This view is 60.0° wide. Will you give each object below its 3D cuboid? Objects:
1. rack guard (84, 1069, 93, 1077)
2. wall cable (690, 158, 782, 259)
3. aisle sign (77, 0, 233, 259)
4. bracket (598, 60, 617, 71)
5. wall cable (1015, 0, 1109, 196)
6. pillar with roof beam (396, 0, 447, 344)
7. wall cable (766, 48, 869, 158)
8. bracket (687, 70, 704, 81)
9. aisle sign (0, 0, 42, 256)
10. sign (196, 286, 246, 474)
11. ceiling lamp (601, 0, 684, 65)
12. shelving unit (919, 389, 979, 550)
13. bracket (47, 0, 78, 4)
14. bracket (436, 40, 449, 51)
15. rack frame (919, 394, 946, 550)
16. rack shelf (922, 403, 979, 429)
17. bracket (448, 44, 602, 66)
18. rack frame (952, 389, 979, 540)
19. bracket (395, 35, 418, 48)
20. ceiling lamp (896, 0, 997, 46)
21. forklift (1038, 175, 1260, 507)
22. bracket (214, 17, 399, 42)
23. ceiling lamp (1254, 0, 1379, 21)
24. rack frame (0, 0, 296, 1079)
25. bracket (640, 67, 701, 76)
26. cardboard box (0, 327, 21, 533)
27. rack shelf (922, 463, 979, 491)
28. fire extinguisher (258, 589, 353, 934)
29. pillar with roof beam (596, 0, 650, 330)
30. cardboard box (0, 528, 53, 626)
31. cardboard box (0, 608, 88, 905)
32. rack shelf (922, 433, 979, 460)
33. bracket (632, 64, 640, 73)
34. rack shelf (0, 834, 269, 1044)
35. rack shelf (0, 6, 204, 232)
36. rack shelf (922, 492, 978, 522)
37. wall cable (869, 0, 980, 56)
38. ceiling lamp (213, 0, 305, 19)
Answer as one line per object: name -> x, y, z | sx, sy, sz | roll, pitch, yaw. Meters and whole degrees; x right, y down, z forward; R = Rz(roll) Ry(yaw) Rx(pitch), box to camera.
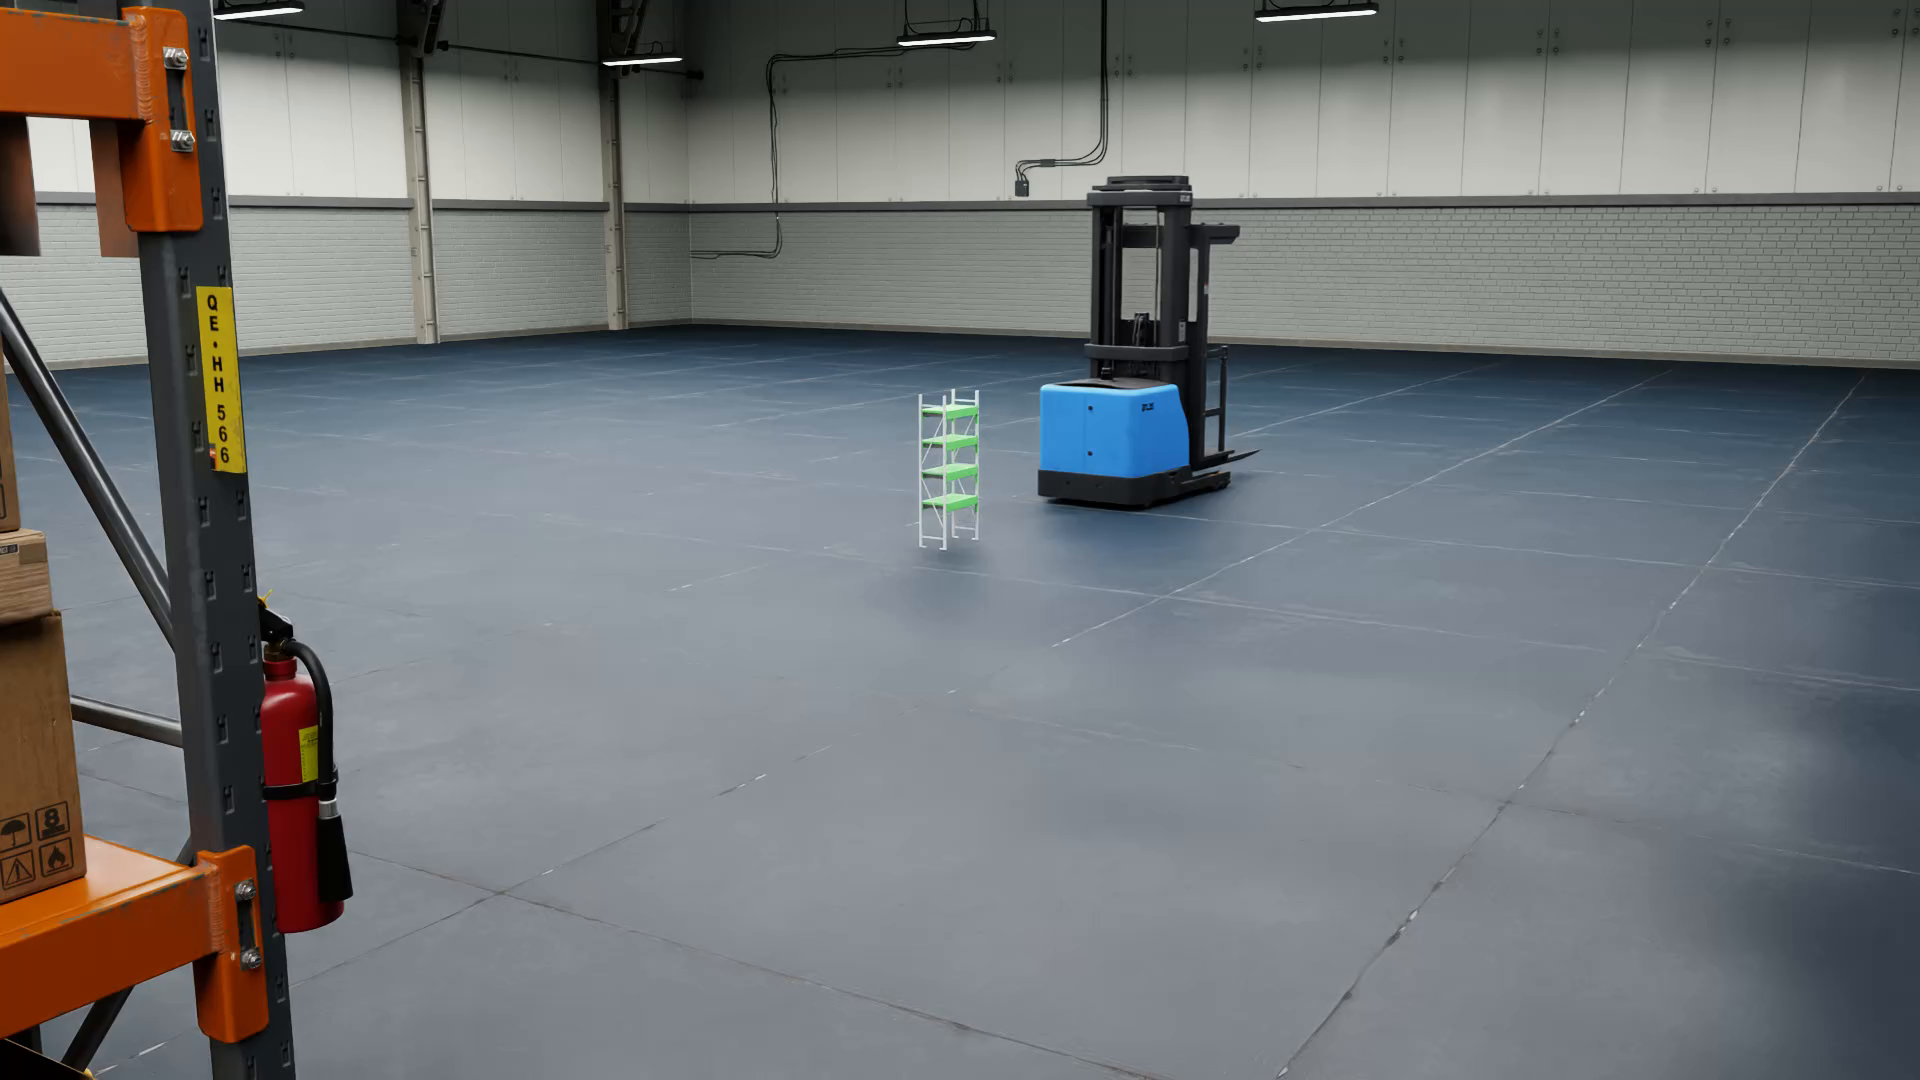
rack guard -> -1.749, 1.575, 3.600 | 1.175, 0.500, 0.348 | 6, 12, 31
wall cable -> -5.837, -8.472, 42.606 | 3.097, 2.526, 0.112 | 6, 12, 31
aisle sign -> -1.476, -0.910, 3.016 | 0.394, 0.787, 0.004 | 6, 12, 31
bracket -> -8.409, -11.331, 39.659 | 0.235, 0.232, 0.430 | 6, 12, 31
wall cable -> 2.268, -10.760, 37.149 | 2.305, 6.003, 0.169 | 6, 12, 31
pillar with roof beam -> -7.932, -8.306, 33.283 | 9.100, 9.000, 0.548 | 6, 12, 31
wall cable -> -3.525, -10.696, 40.761 | 3.097, 2.526, 0.112 | 6, 12, 31
bracket -> -6.747, -11.835, 42.347 | 0.235, 0.232, 0.430 | 6, 12, 31
aisle sign -> -1.989, -0.968, 3.322 | 0.394, 0.787, 0.004 | 6, 12, 31
sign -> -1.305, -0.282, 2.933 | 0.100, 0.325, 0.005 | 6, 12, 31
ceiling lamp -> -6.444, -11.469, 34.313 | 2.000, 3.185, 0.800 | 6, 12, 31
shelving unit -> -0.086, -0.564, 13.119 | 0.258, 1.200, 0.503 | 6, 12, 31
bracket -> -15.977, -9.039, 27.414 | 0.076, 0.066, 4.783 | 6, 12, 31
bracket -> -11.093, -10.518, 35.316 | 0.235, 0.232, 0.430 | 6, 12, 31
rack frame -> -0.213, -0.525, 12.914 | 0.240, 1.200, 0.015 | 6, 12, 31
rack shelf -> -0.086, -0.973, 13.043 | 0.258, 0.148, 0.480 | 6, 12, 31
bracket -> -9.746, -10.926, 37.495 | 0.076, 0.066, 4.783 | 6, 12, 31
rack frame -> 0.041, -0.602, 13.324 | 0.240, 1.200, 0.015 | 6, 12, 31
bracket -> -11.524, -10.388, 34.619 | 0.235, 0.232, 0.430 | 6, 12, 31
ceiling lamp -> -0.128, -10.763, 30.542 | 2.000, 3.185, 0.800 | 6, 12, 31
forklift -> 1.955, -1.954, 15.840 | 1.130, 2.935, 3.031 | 7, 13, 34
bracket -> -12.861, -9.983, 32.454 | 0.076, 0.066, 4.783 | 6, 12, 31
ceiling lamp -> 5.906, -10.088, 26.939 | 2.000, 3.185, 0.800 | 6, 12, 31
rack frame -> -1.759, 0.350, 3.348 | 0.949, 2.616, 0.053 | 6, 12, 31
bracket -> -7.054, -11.742, 41.851 | 0.076, 0.066, 3.189 | 6, 12, 31
cardboard box -> -2.042, -0.257, 2.791 | 0.700, 0.500, 0.500 | 6, 12, 31
rack shelf -> -0.086, -0.501, 13.131 | 0.258, 0.148, 0.480 | 6, 12, 31
fire extinguisher -> -1.303, 0.413, 3.219 | 0.296, 0.674, 0.183 | 6, 12, 31
pillar with roof beam -> -4.817, -9.250, 38.323 | 9.100, 9.000, 0.548 | 6, 12, 31
cardboard box -> -1.797, 0.060, 2.862 | 0.380, 0.149, 0.250 | 6, 12, 30
cardboard box -> -2.015, 0.373, 2.955 | 0.700, 0.500, 0.500 | 6, 12, 31
rack shelf -> -0.086, -0.737, 13.087 | 0.258, 0.148, 0.480 | 6, 12, 31
bracket -> -7.978, -11.462, 40.356 | 0.235, 0.232, 0.430 | 6, 12, 31
rack shelf -> -2.800, 1.018, 1.736 | 1.077, 0.370, 4.000 | 6, 12, 31
rack shelf -> -2.800, -0.457, 1.460 | 1.077, 0.370, 4.000 | 6, 12, 31
rack shelf -> -0.086, -0.265, 13.175 | 0.258, 0.148, 0.480 | 6, 12, 31
wall cable -> -0.880, -12.636, 38.763 | 3.097, 2.526, 0.112 | 6, 12, 31
ceiling lamp -> -11.173, -10.036, 26.660 | 2.000, 3.185, 0.800 | 6, 12, 31
